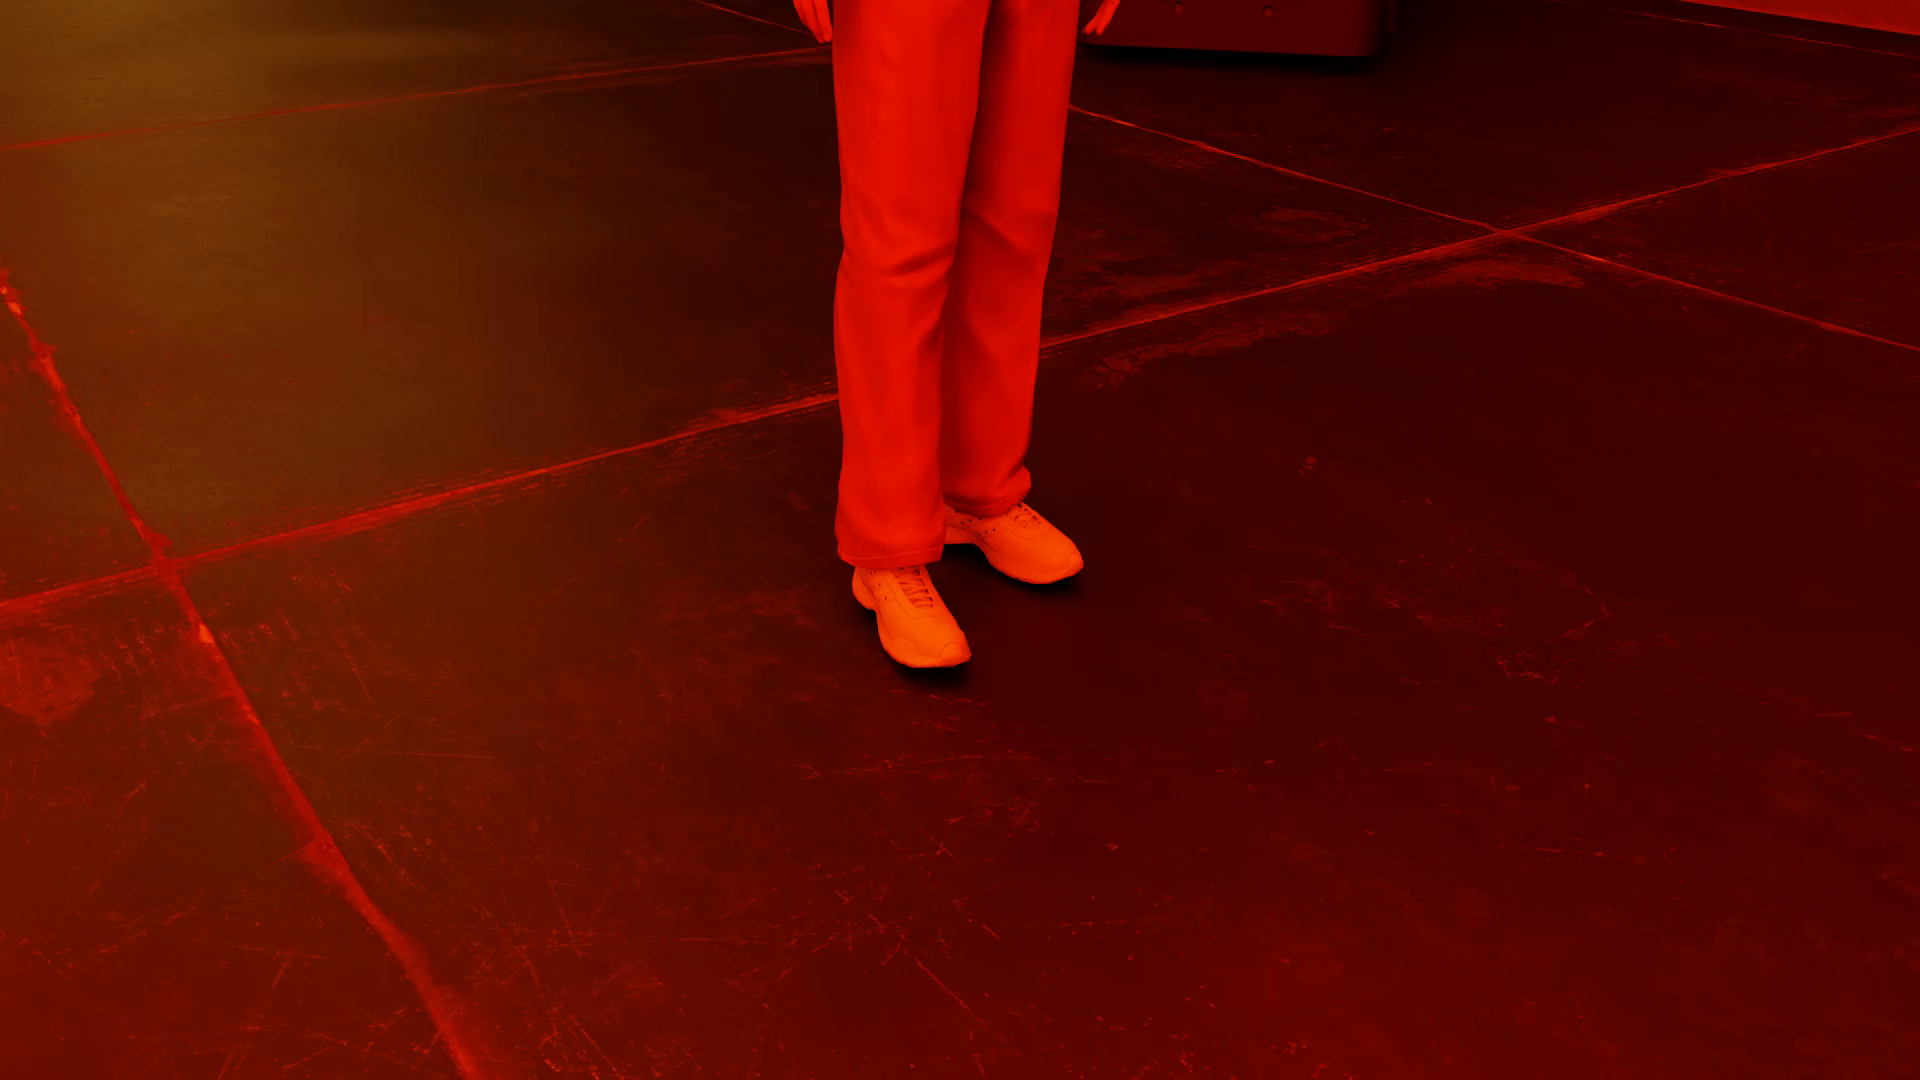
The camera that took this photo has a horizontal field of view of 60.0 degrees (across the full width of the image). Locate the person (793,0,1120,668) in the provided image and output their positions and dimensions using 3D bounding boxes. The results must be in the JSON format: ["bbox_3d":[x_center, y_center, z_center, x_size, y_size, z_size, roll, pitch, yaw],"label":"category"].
[{"bbox_3d":[0.033,-0.726,2.062,0.555,1.675,0.549,-17,31,-31],"label":"person"}]

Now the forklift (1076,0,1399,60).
[{"bbox_3d":[1.268,-3.566,6.340,1.130,2.935,3.031,7,27,13],"label":"forklift"}]
